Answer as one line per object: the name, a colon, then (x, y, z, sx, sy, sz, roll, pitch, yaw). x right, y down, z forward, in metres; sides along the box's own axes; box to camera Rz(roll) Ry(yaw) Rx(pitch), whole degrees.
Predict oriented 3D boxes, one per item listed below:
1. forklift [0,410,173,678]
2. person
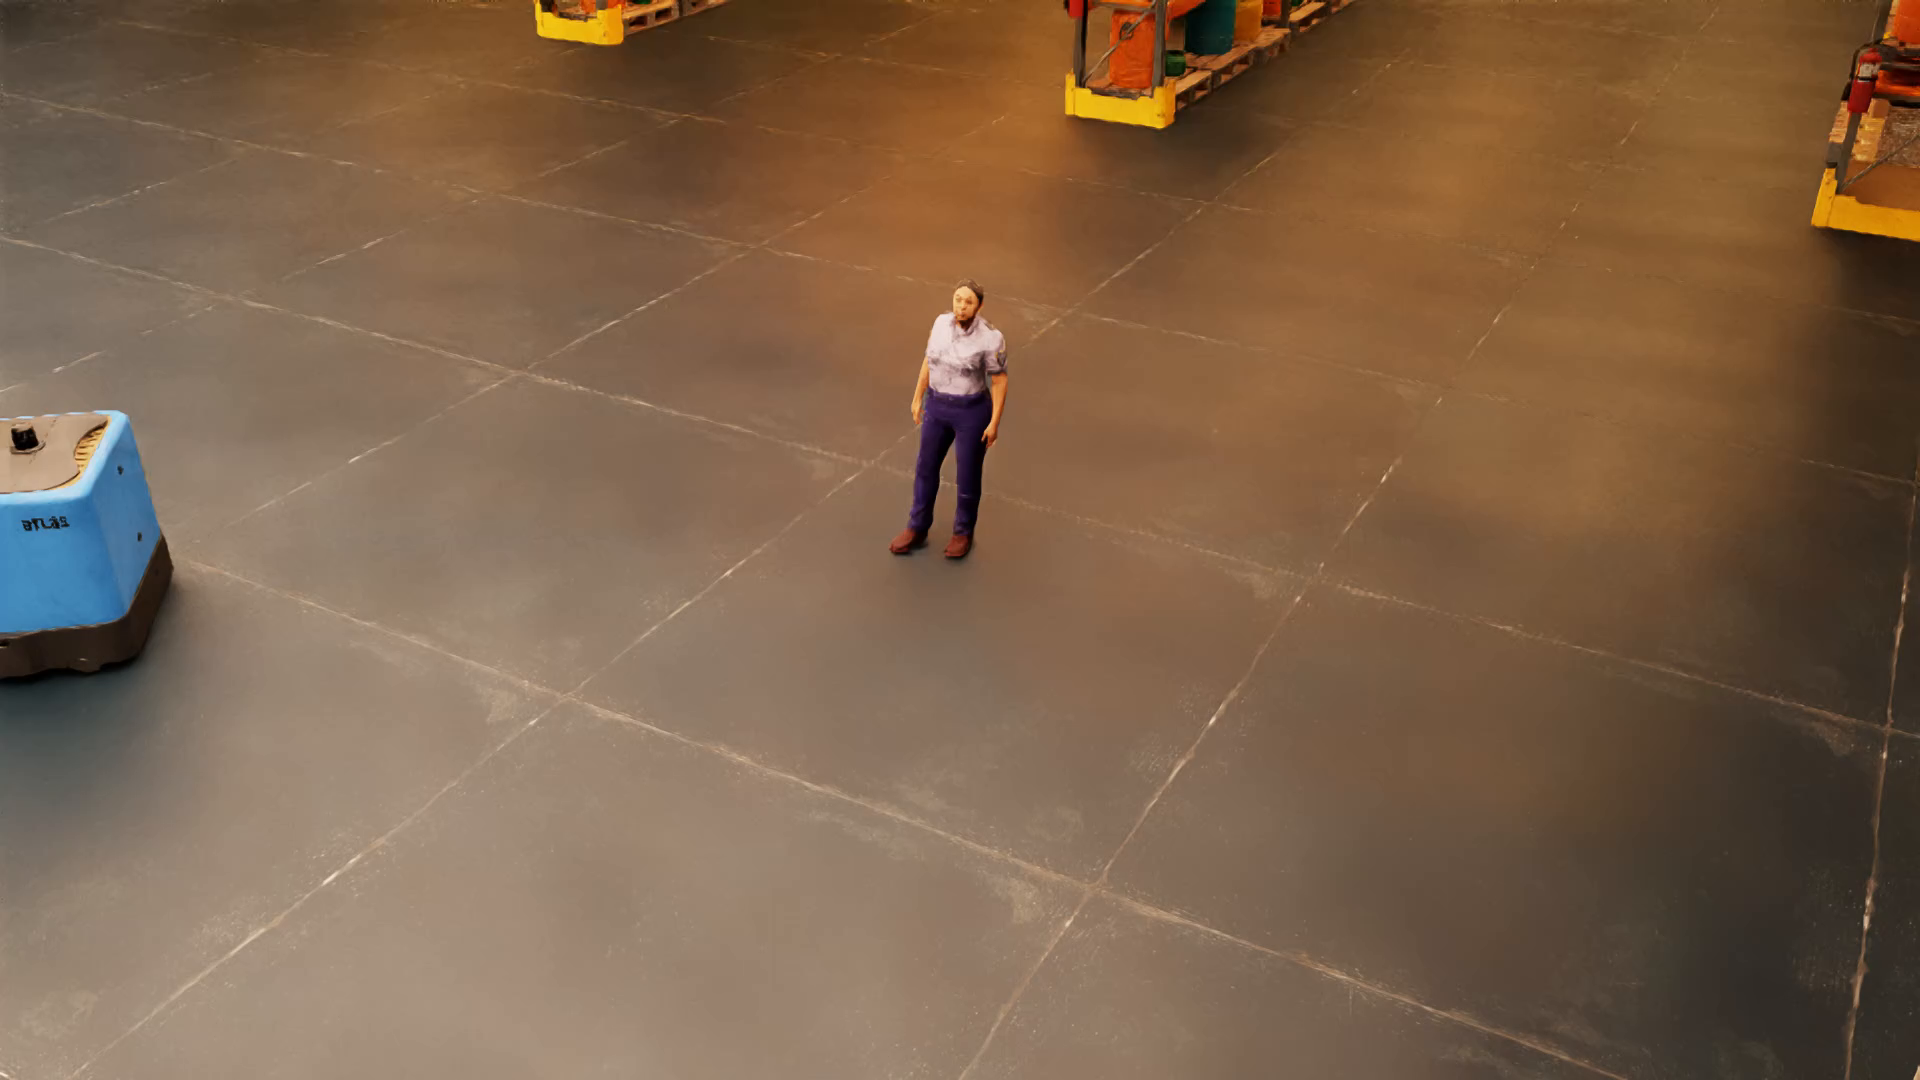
forklift: (-5.928, -0.681, 8.251, 3.031, 2.935, 1.130, -6, 30, -10)
person: (-0.063, -0.686, 9.529, 0.599, 1.650, 0.502, 15, 33, 25)
